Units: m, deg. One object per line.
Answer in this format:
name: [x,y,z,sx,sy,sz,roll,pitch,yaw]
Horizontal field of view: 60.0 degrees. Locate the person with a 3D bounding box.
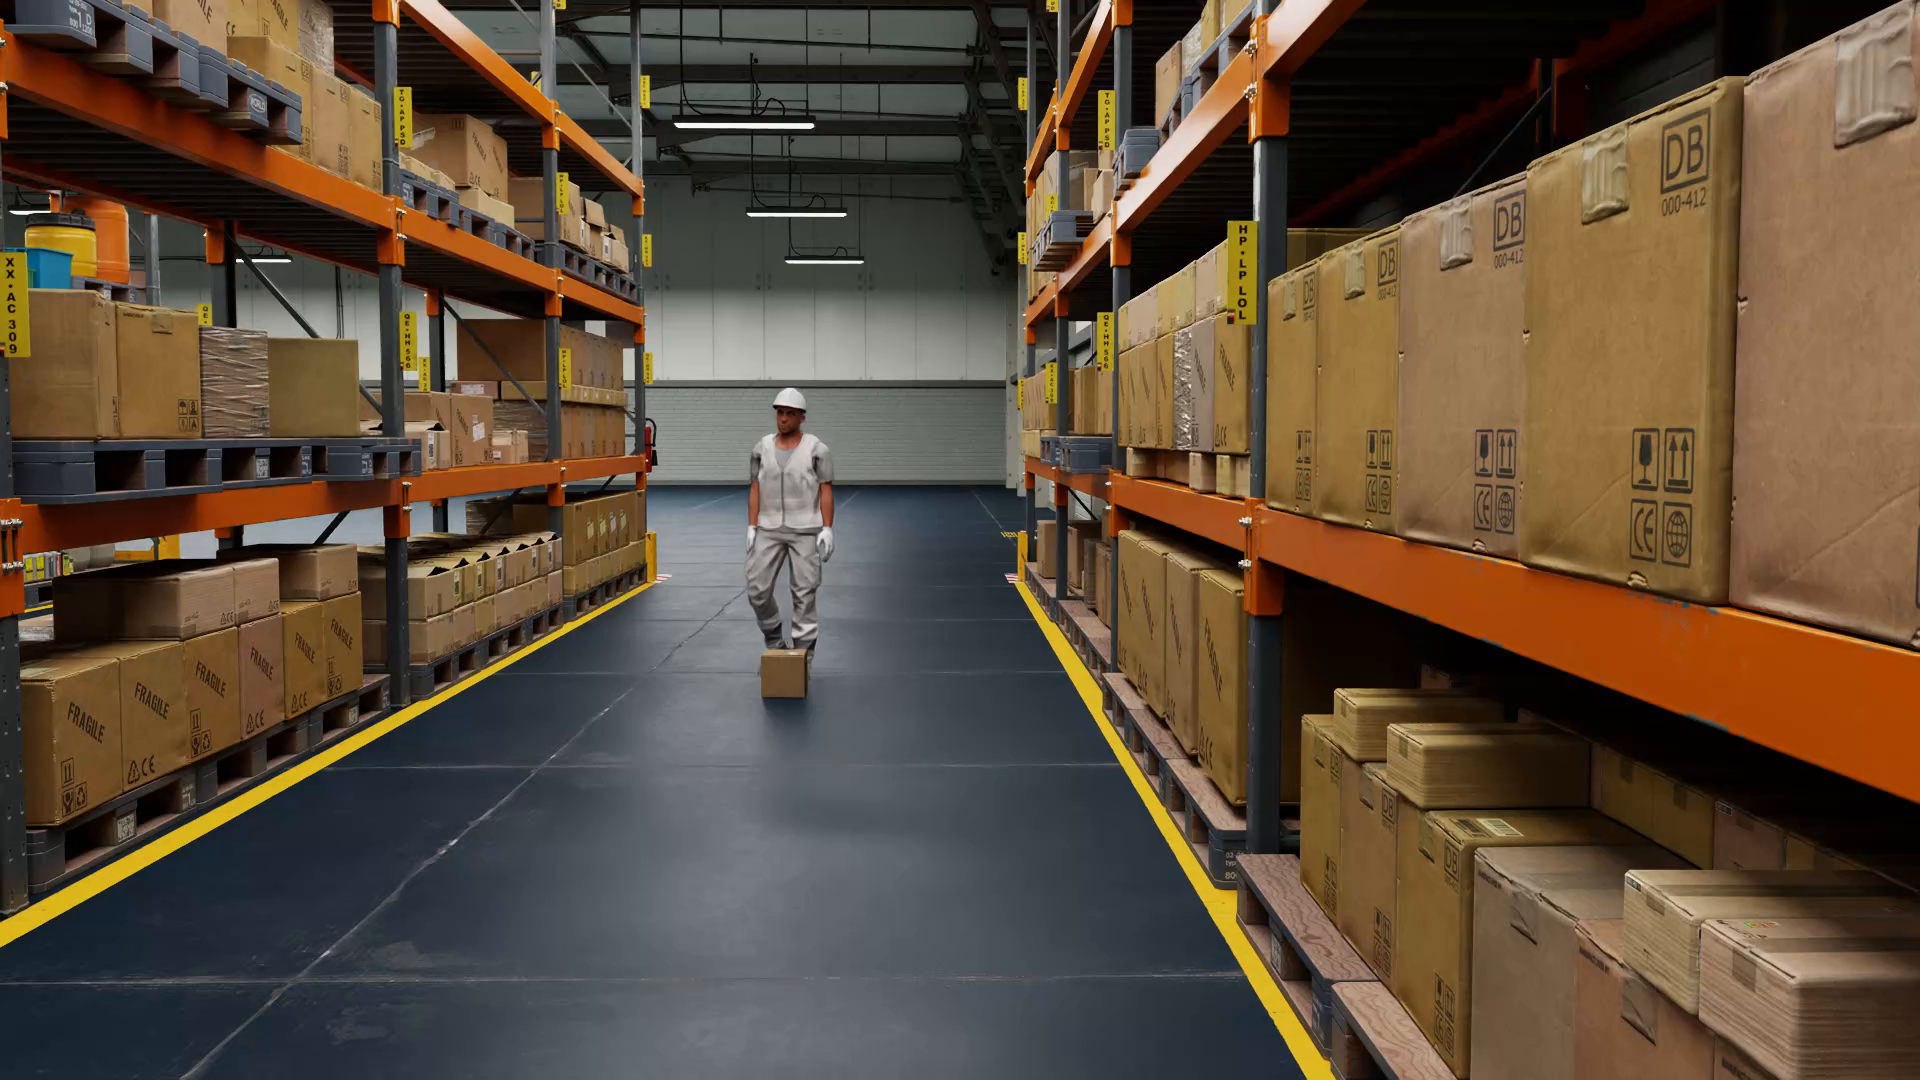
person: [-1.042,-0.033,10.214,0.563,1.794,0.484,0,4,7]
